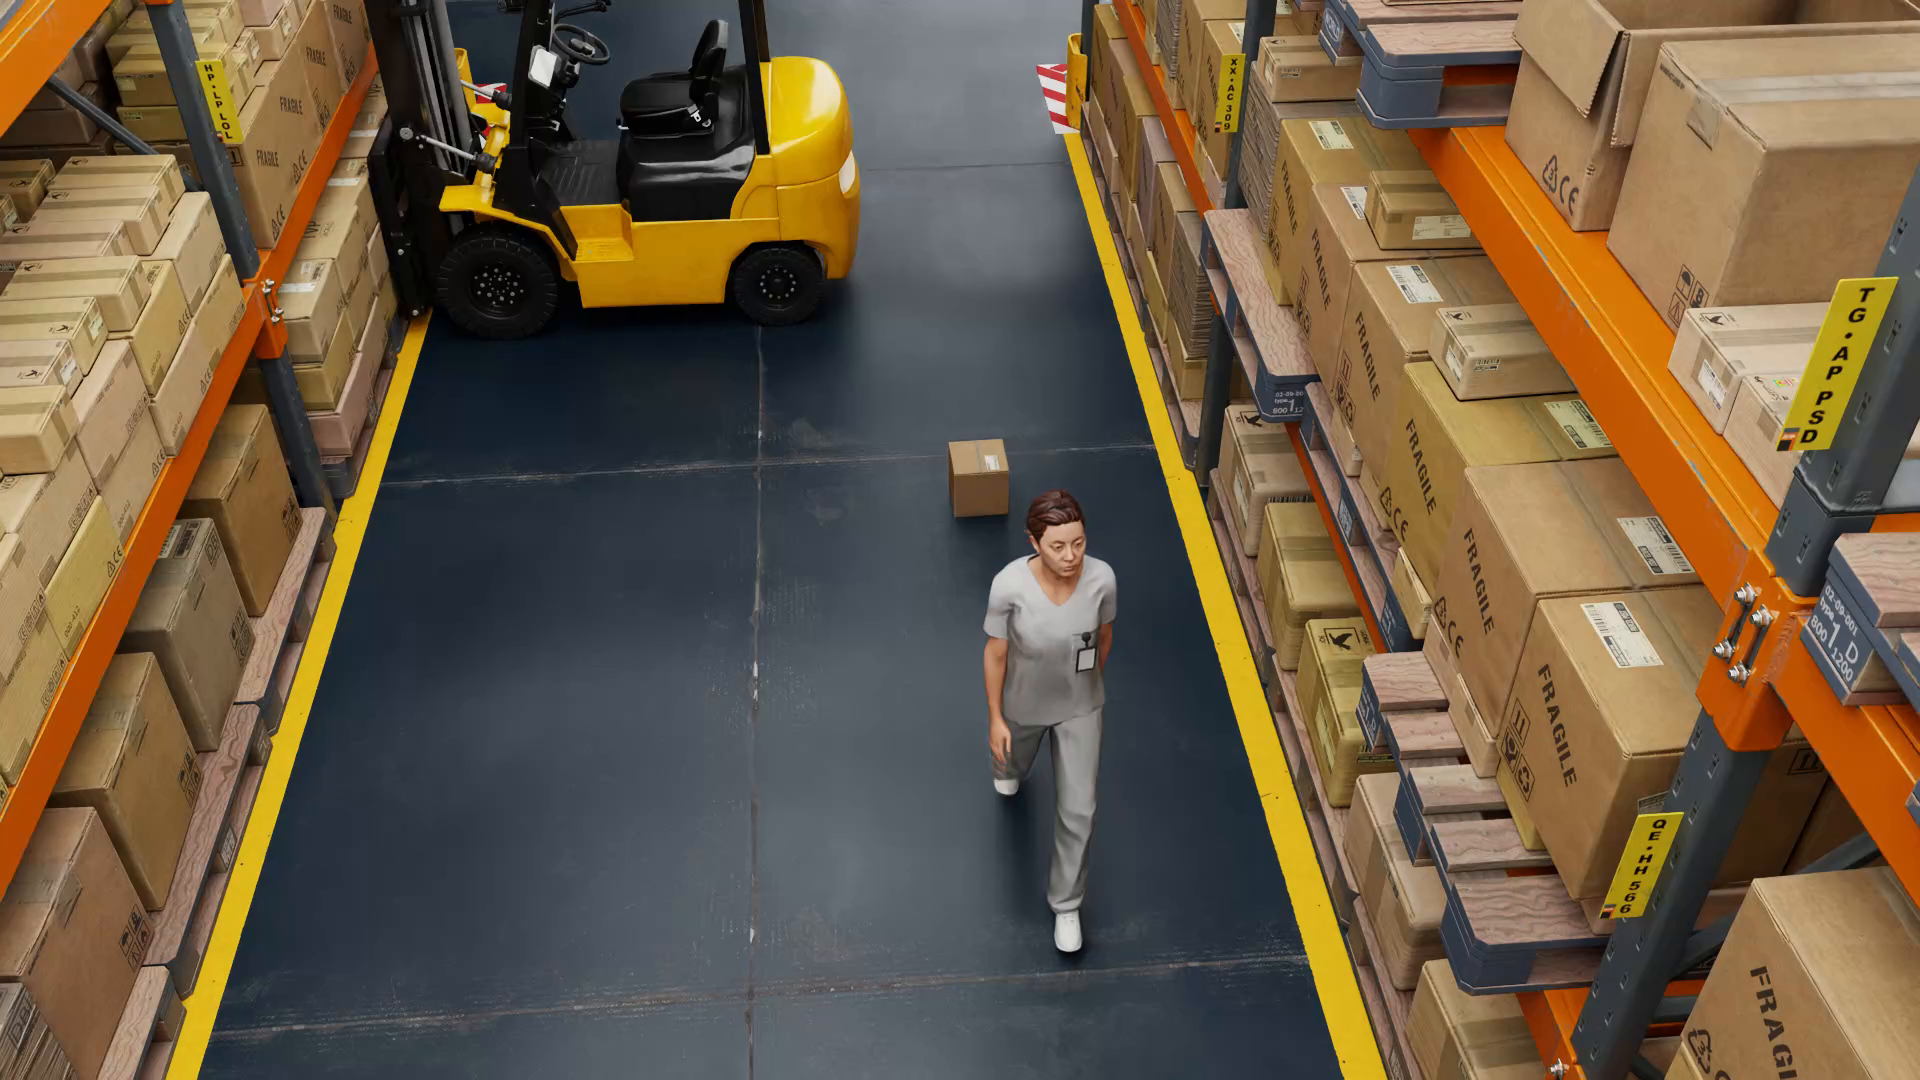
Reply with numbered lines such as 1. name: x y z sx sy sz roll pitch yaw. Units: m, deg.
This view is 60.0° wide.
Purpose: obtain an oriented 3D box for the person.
1. person: 0.290 0.503 5.533 0.440 1.626 0.969 -2 39 -3
